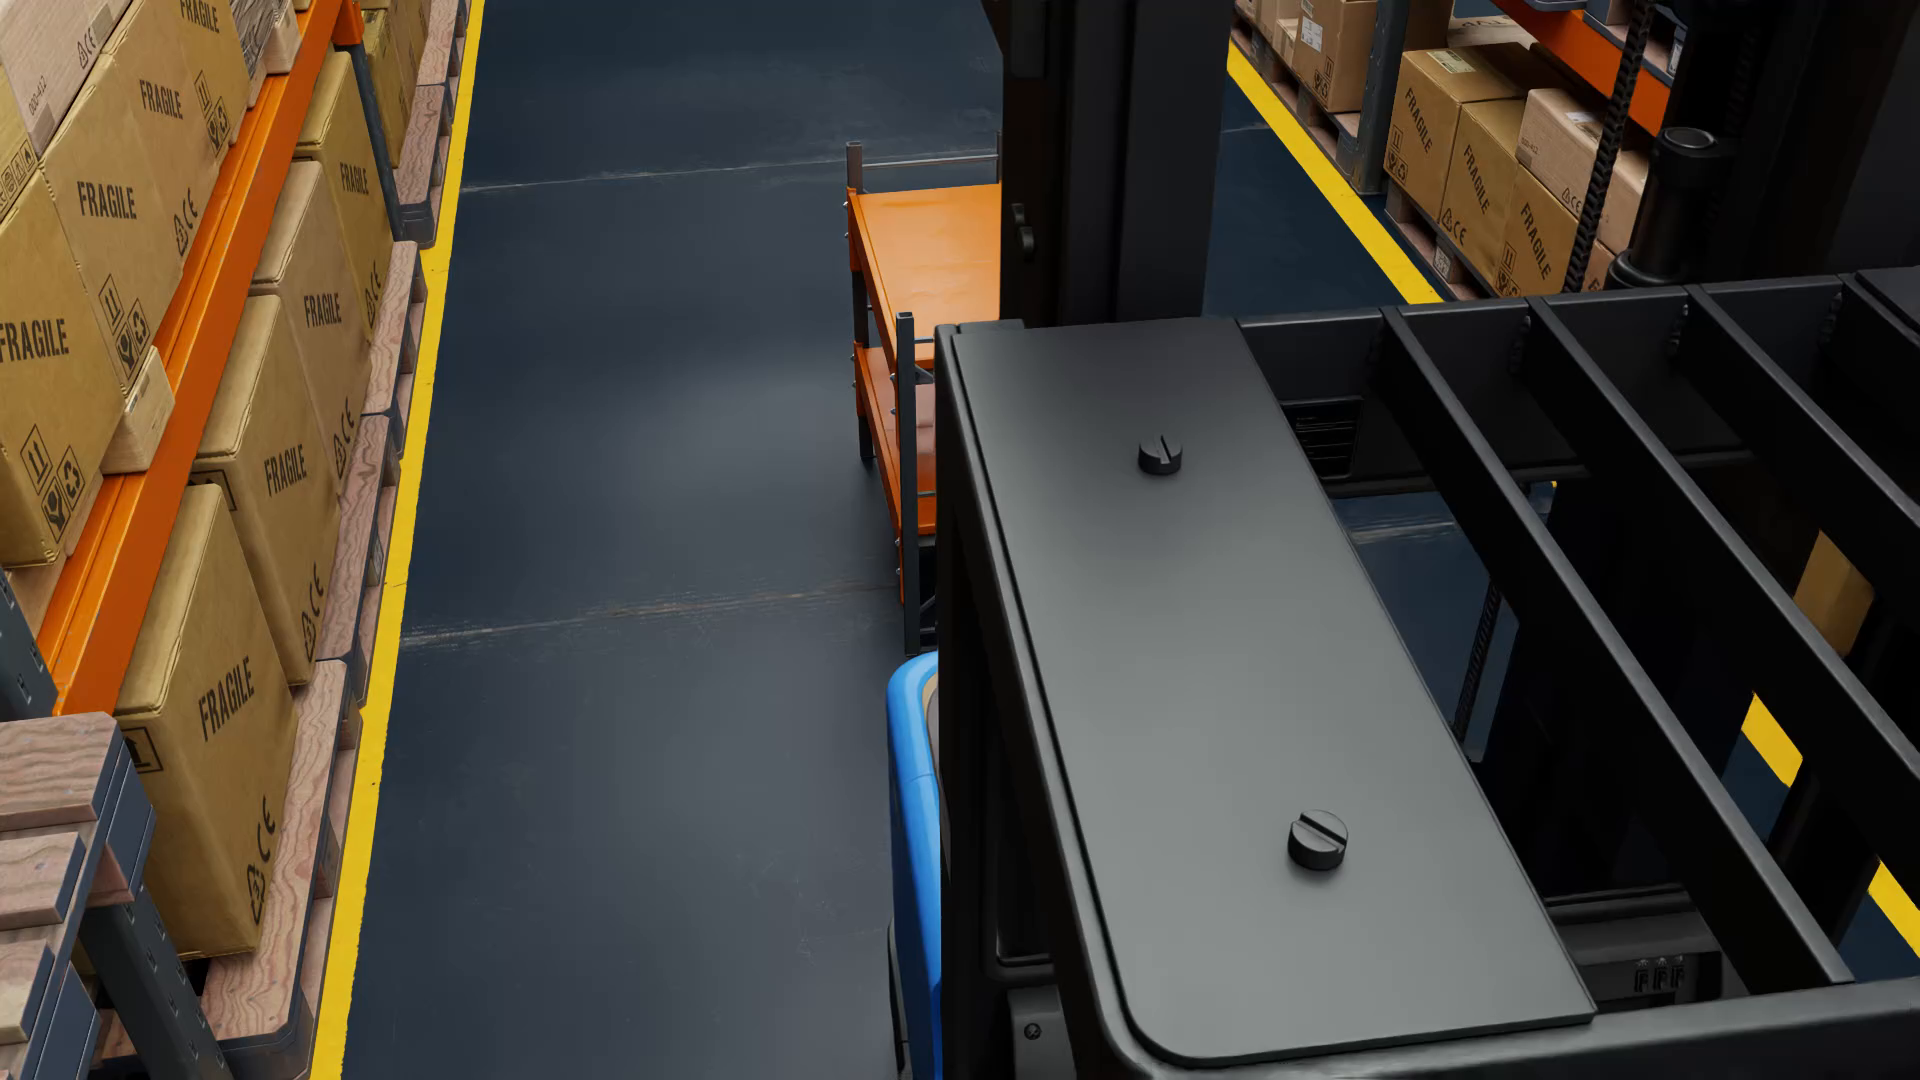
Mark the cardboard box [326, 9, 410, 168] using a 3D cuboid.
[{"bbox_3d":[-2.710,-1.853,6.885,0.700,0.500,0.500,-6,38,-7],"label":"cardboard box"}]

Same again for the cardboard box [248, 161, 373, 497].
[{"bbox_3d":[-2.280,-0.613,5.004,0.750,0.750,0.750,-5,38,-7],"label":"cardboard box"}]

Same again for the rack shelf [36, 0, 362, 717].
[{"bbox_3d":[-2.330,-0.719,4.317,1.077,0.370,4.000,-6,38,-8],"label":"rack shelf"}]

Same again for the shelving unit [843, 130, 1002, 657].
[{"bbox_3d":[-0.001,-0.448,4.910,0.538,1.125,1.048,-6,38,-8],"label":"shelving unit"}]

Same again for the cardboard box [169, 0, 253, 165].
[{"bbox_3d":[-2.080,-1.212,4.025,0.500,0.500,0.500,-5,38,-7],"label":"cardboard box"}]

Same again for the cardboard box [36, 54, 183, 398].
[{"bbox_3d":[-1.895,-0.598,3.235,0.500,0.500,0.500,-5,38,-6],"label":"cardboard box"}]

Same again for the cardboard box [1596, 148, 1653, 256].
[{"bbox_3d":[2.305,-1.004,5.165,0.500,0.250,0.500,-7,38,-9],"label":"cardboard box"}]

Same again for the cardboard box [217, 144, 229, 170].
[{"bbox_3d":[-2.127,-1.012,4.297,0.380,0.149,0.250,-5,38,-7],"label":"cardboard box"}]

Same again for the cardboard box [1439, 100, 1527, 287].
[{"bbox_3d":[2.145,-1.294,6.149,0.500,0.500,0.500,-6,38,-7],"label":"cardboard box"}]

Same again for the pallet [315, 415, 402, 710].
[{"bbox_3d":[-2.253,0.086,4.967,1.003,0.211,1.213,-6,38,-8],"label":"pallet"}]

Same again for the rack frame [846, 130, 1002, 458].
[{"bbox_3d":[-0.090,-0.755,5.305,0.500,1.125,0.032,-6,38,-8],"label":"rack frame"}]

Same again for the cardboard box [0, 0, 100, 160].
[{"bbox_3d":[-1.900,-0.883,2.990,0.500,0.250,0.500,-7,38,-9],"label":"cardboard box"}]

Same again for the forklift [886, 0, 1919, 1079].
[{"bbox_3d":[0.556,0.765,1.876,1.130,2.935,3.031,-5,38,-6],"label":"forklift"}]

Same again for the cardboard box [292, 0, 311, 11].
[{"bbox_3d":[-2.275,-1.796,5.306,0.380,0.149,0.250,-6,38,-7],"label":"cardboard box"}]

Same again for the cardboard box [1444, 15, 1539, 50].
[{"bbox_3d":[2.335,-2.135,7.386,0.500,0.311,0.500,-6,38,-8],"label":"cardboard box"}]

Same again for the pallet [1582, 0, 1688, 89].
[{"bbox_3d":[2.552,-1.429,4.800,1.003,0.211,1.213,-6,38,-8],"label":"pallet"}]

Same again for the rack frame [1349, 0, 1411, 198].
[{"bbox_3d":[2.196,-2.746,6.340,1.000,3.000,0.127,-6,38,-8],"label":"rack frame"}]

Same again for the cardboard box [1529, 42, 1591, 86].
[{"bbox_3d":[2.565,-1.666,6.628,0.500,0.500,0.500,-6,38,-8],"label":"cardboard box"}]

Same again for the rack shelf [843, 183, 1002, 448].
[{"bbox_3d":[-0.001,-0.679,4.731,0.538,0.278,1.000,-6,38,-8],"label":"rack shelf"}]

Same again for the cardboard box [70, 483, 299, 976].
[{"bbox_3d":[-1.979,0.430,3.662,0.750,0.750,0.750,-7,38,-9],"label":"cardboard box"}]

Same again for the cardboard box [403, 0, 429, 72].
[{"bbox_3d":[-2.883,-2.467,7.675,0.700,0.500,0.500,-5,38,-7],"label":"cardboard box"}]

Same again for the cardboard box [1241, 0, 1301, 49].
[{"bbox_3d":[1.685,-2.625,8.017,0.500,0.311,0.500,-6,38,-8],"label":"cardboard box"}]

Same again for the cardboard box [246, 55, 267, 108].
[{"bbox_3d":[-2.192,-1.327,4.702,0.380,0.149,0.250,-6,38,-8],"label":"cardboard box"}]

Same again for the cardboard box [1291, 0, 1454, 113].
[{"bbox_3d":[1.817,-2.247,7.376,0.500,0.500,0.500,-6,38,-8],"label":"cardboard box"}]

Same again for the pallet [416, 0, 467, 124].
[{"bbox_3d":[-2.954,-2.316,8.059,1.003,0.211,1.213,-6,38,-8],"label":"pallet"}]

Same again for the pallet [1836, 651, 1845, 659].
[{"bbox_3d":[2.804,0.316,4.671,1.003,0.211,1.213,-6,38,-8],"label":"pallet"}]

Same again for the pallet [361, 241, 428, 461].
[{"bbox_3d":[-2.471,-0.652,5.917,1.003,0.211,1.213,-6,38,-8],"label":"pallet"}]

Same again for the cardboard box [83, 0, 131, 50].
[{"bbox_3d":[-1.991,-1.184,3.378,0.500,0.250,0.500,-6,38,-8],"label":"cardboard box"}]

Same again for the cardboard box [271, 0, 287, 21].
[{"bbox_3d":[-2.252,-1.817,4.804,0.500,0.500,0.500,-6,38,-8],"label":"cardboard box"}]

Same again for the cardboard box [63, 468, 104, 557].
[{"bbox_3d":[-1.844,-0.081,3.098,0.380,0.149,0.250,-6,38,-7],"label":"cardboard box"}]

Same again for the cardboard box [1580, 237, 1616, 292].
[{"bbox_3d":[2.314,-0.685,5.366,0.500,0.500,0.500,-8,38,-10],"label":"cardboard box"}]

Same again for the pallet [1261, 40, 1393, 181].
[{"bbox_3d":[2.077,-2.060,7.730,1.003,0.211,1.213,-6,38,-8],"label":"pallet"}]
